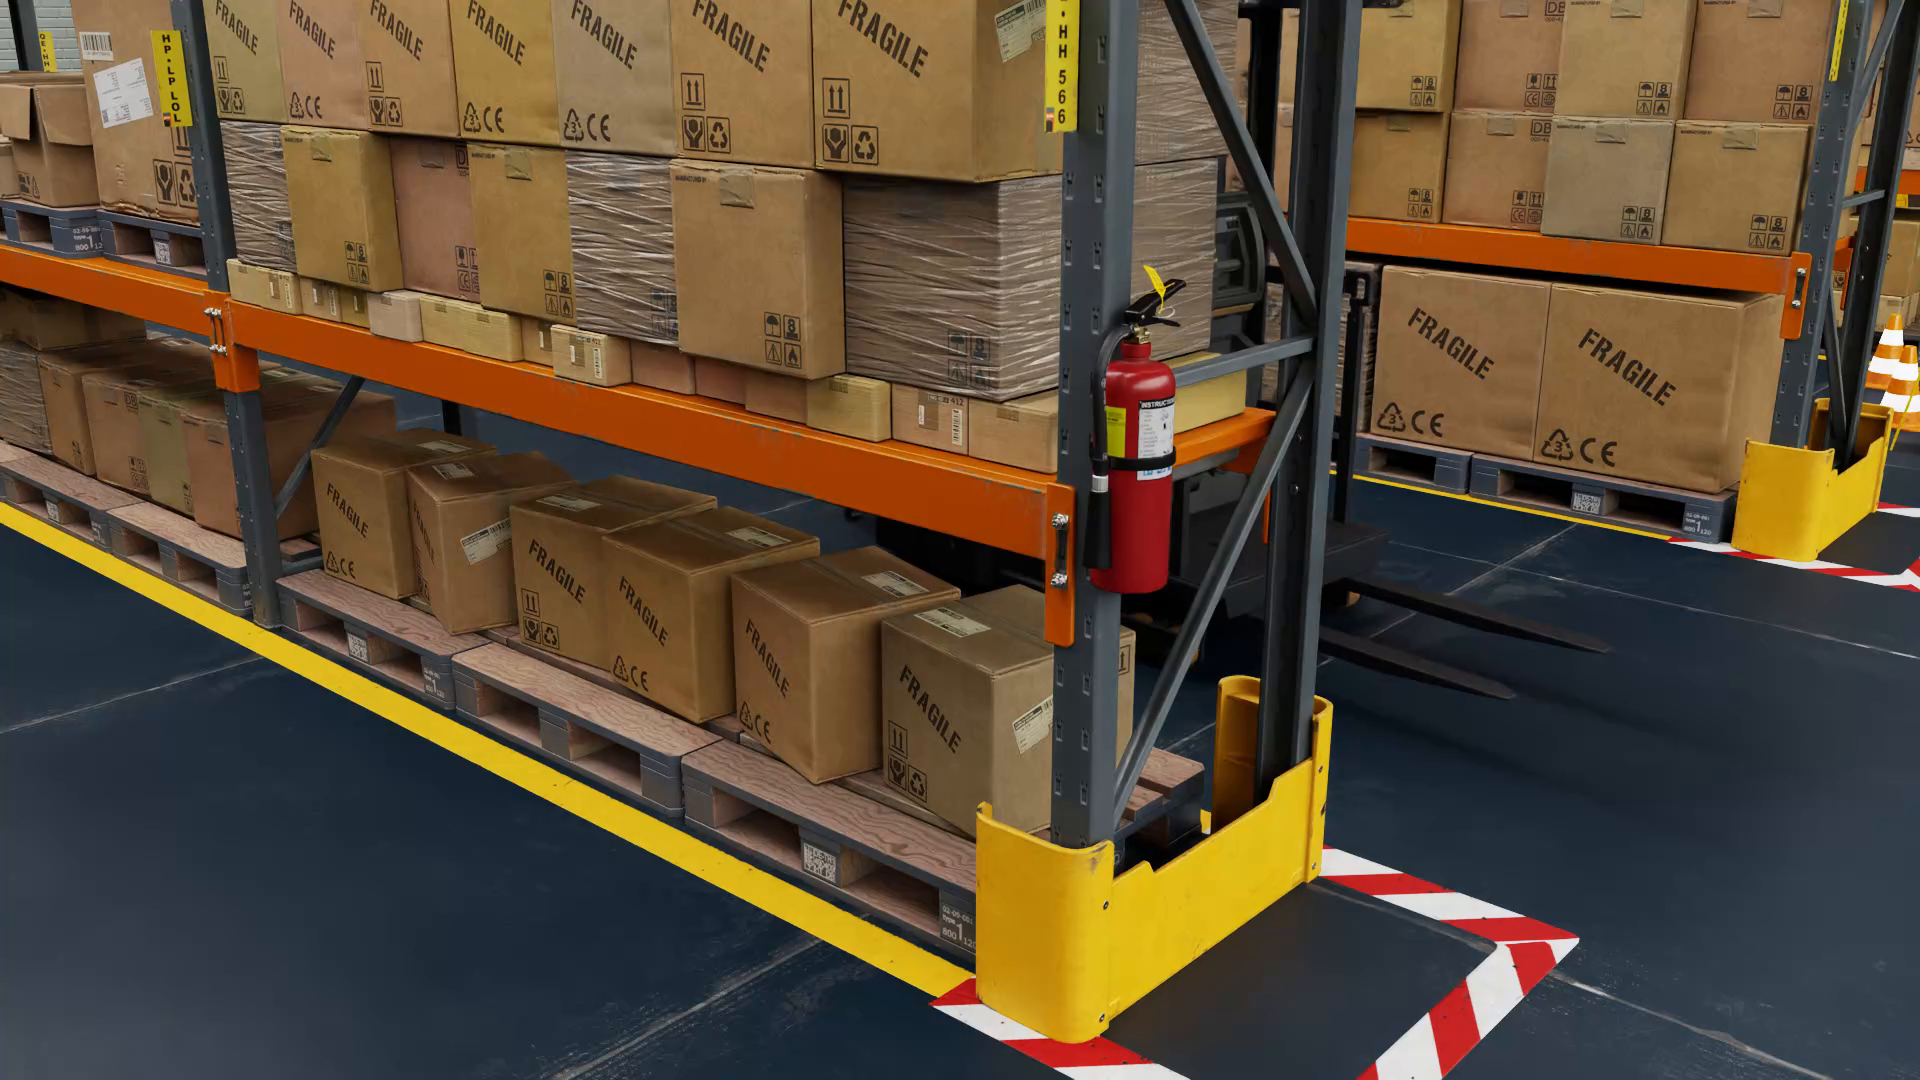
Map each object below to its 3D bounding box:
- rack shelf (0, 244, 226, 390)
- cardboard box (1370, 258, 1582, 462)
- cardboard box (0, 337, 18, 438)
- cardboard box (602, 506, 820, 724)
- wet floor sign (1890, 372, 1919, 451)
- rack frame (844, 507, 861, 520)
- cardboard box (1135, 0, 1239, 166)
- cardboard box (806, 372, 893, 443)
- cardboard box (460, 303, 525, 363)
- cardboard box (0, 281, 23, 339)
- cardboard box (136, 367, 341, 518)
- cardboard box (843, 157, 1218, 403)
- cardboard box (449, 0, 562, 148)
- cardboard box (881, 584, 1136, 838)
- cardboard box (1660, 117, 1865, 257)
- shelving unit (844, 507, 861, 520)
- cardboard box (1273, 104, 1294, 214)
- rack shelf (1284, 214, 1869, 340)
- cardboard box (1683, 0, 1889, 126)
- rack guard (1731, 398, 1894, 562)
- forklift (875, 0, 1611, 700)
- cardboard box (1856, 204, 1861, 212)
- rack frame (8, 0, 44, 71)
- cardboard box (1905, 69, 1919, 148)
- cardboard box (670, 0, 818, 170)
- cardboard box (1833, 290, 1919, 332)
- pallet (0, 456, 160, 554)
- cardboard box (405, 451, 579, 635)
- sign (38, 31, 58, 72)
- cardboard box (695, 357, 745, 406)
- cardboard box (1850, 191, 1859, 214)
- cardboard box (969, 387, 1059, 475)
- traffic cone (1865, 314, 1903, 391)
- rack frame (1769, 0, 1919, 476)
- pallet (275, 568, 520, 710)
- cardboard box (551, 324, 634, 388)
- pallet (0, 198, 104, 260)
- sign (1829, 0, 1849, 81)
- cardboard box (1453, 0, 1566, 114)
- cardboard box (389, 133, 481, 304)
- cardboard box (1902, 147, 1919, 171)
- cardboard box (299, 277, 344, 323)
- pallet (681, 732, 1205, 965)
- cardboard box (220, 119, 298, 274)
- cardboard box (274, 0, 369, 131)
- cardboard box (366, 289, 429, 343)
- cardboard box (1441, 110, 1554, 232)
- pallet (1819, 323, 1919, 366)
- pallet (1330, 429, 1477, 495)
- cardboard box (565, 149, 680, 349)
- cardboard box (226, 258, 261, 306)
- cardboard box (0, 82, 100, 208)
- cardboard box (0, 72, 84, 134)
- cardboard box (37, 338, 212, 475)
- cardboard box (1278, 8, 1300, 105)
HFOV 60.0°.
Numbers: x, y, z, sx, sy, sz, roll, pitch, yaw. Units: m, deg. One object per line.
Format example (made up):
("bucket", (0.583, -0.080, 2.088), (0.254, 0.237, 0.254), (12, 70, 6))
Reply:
("rack shelf", (-3.902, -1.255, 7.796), (4.000, 0.370, 1.077), (15, 23, 39))
("cardboard box", (2.743, -0.980, 8.559), (0.875, 0.875, 0.875), (15, 23, 38))
("cardboard box", (-4.884, -0.888, 8.855), (0.500, 0.500, 0.700), (14, 22, 36))
("cardboard box", (-0.796, 0.227, 5.376), (0.500, 0.500, 0.500), (-16, 23, -41))
("wet floor sign", (5.289, -0.815, 9.113), (0.232, 0.644, 0.267), (11, 20, 30))
("rack frame", (-0.398, -1.138, 7.728), (0.400, 2.100, 0.015), (-15, 23, -39))
("cardboard box", (0.355, -1.231, 4.222), (0.500, 0.500, 0.500), (15, 23, 39))
("cardboard box", (-0.173, -0.373, 4.243), (0.250, 0.149, 0.380), (15, 23, 39))
("cardboard box", (-1.314, -0.667, 5.170), (0.250, 0.149, 0.380), (15, 23, 39))
("cardboard box", (-4.877, -1.247, 8.748), (0.500, 0.250, 0.500), (16, 24, 41))
("cardboard box", (-3.196, -0.443, 7.453), (0.500, 0.500, 0.700), (15, 23, 39))
("cardboard box", (0.192, -0.699, 4.199), (0.500, 0.500, 0.875), (15, 23, 39))
("cardboard box", (-1.109, -1.416, 4.804), (0.500, 0.500, 0.500), (15, 23, 39))
("cardboard box", (0.129, 0.469, 4.613), (0.500, 0.500, 0.500), (-13, 22, -36))
("cardboard box", (3.646, -1.631, 7.543), (0.550, 0.550, 0.875), (15, 23, 39))
("shelving unit", (-0.236, -1.083, 7.554), (0.431, 2.100, 0.503), (-15, 23, -39))
("cardboard box", (1.997, -2.058, 8.889), (0.550, 0.550, 0.875), (15, 23, 39))
("rack shelf", (2.457, -1.554, 8.738), (4.000, 0.370, 1.077), (15, 23, 39))
("cardboard box", (3.701, -2.164, 7.440), (0.550, 0.550, 0.875), (15, 23, 39))
("rack guard", (3.971, -0.299, 7.726), (0.348, 0.500, 1.175), (15, 23, 39))
("forklift", (0.981, -1.089, 6.197), (1.130, 2.935, 3.031), (-15, 23, -39))
("cardboard box", (6.331, -2.215, 12.245), (0.500, 0.500, 0.500), (14, 22, 37))
("rack frame", (-5.398, -1.999, 8.953), (0.127, 3.000, 1.000), (15, 23, 39))
("cardboard box", (6.574, -2.871, 11.043), (0.500, 0.500, 0.500), (15, 23, 38))
("cardboard box", (-0.368, -1.213, 4.164), (0.500, 0.500, 0.500), (15, 23, 39))
("cardboard box", (6.362, -1.631, 11.644), (0.500, 0.250, 0.500), (15, 23, 39))
("pallet", (-3.906, -0.268, 8.107), (1.213, 0.211, 1.003), (15, 23, 39))
("cardboard box", (-1.700, -0.002, 6.098), (0.500, 0.500, 0.500), (-10, 20, -28))
("sign", (-5.045, -2.638, 9.183), (0.005, 0.325, 0.100), (15, 23, 39))
("cardboard box", (-0.509, -0.486, 4.600), (0.250, 0.149, 0.380), (15, 23, 39))
("cardboard box", (6.072, -2.352, 11.603), (0.250, 0.149, 0.380), (16, 24, 41))
("cardboard box", (0.235, -0.284, 3.963), (0.250, 0.149, 0.380), (15, 23, 39))
("traffic cone", (5.985, -1.221, 10.692), (0.334, 0.463, 0.336), (15, 23, 39))
("rack frame", (3.953, -1.495, 7.364), (0.127, 3.000, 1.000), (15, 23, 39))
("pallet", (-1.881, 0.260, 6.444), (1.213, 0.211, 1.003), (15, 23, 39))
("cardboard box", (-0.956, -0.561, 4.837), (0.250, 0.149, 0.380), (15, 23, 39))
("pallet", (-3.890, -1.520, 7.759), (1.213, 0.211, 1.003), (15, 23, 39))
("sign", (3.583, -2.040, 6.775), (0.005, 0.325, 0.100), (15, 23, 39))
("cardboard box", (2.900, -2.397, 8.173), (0.550, 0.550, 0.875), (15, 23, 39))
("cardboard box", (-1.319, -1.095, 5.447), (0.500, 0.500, 0.875), (15, 23, 39))
("cardboard box", (6.478, -2.568, 11.160), (0.250, 0.149, 0.380), (15, 23, 39))
("cardboard box", (-2.062, -0.868, 5.804), (0.250, 0.149, 0.380), (15, 23, 39))
("pallet", (-0.056, 0.750, 4.901), (1.213, 0.211, 1.003), (15, 23, 39))
("cardboard box", (-2.111, -1.281, 6.033), (0.500, 0.500, 0.875), (15, 23, 39))
("cardboard box", (-1.864, -1.614, 5.430), (0.500, 0.500, 0.500), (15, 23, 39))
("cardboard box", (-1.709, -0.761, 5.465), (0.250, 0.149, 0.380), (15, 23, 39))
("cardboard box", (2.884, -1.877, 8.320), (0.550, 0.550, 0.875), (15, 23, 39))
("pallet", (6.522, -1.492, 11.965), (1.213, 0.211, 1.003), (15, 23, 39))
("pallet", (2.395, -0.554, 9.007), (1.213, 0.211, 1.003), (15, 23, 39))
("cardboard box", (-0.607, -0.883, 4.777), (0.500, 0.500, 0.875), (15, 23, 39))
("cardboard box", (-2.445, -0.965, 6.110), (0.250, 0.149, 0.380), (15, 23, 39))
("cardboard box", (-3.764, -1.773, 7.374), (0.797, 0.503, 0.637), (-15, 23, -40))
("cardboard box", (-4.484, -2.058, 8.279), (0.700, 0.500, 0.500), (-14, 22, -38))
("cardboard box", (-4.032, -0.667, 8.159), (0.700, 0.500, 0.500), (-16, 24, -41))
("cardboard box", (2.016, -2.579, 8.746), (0.550, 0.550, 0.875), (15, 23, 39))
